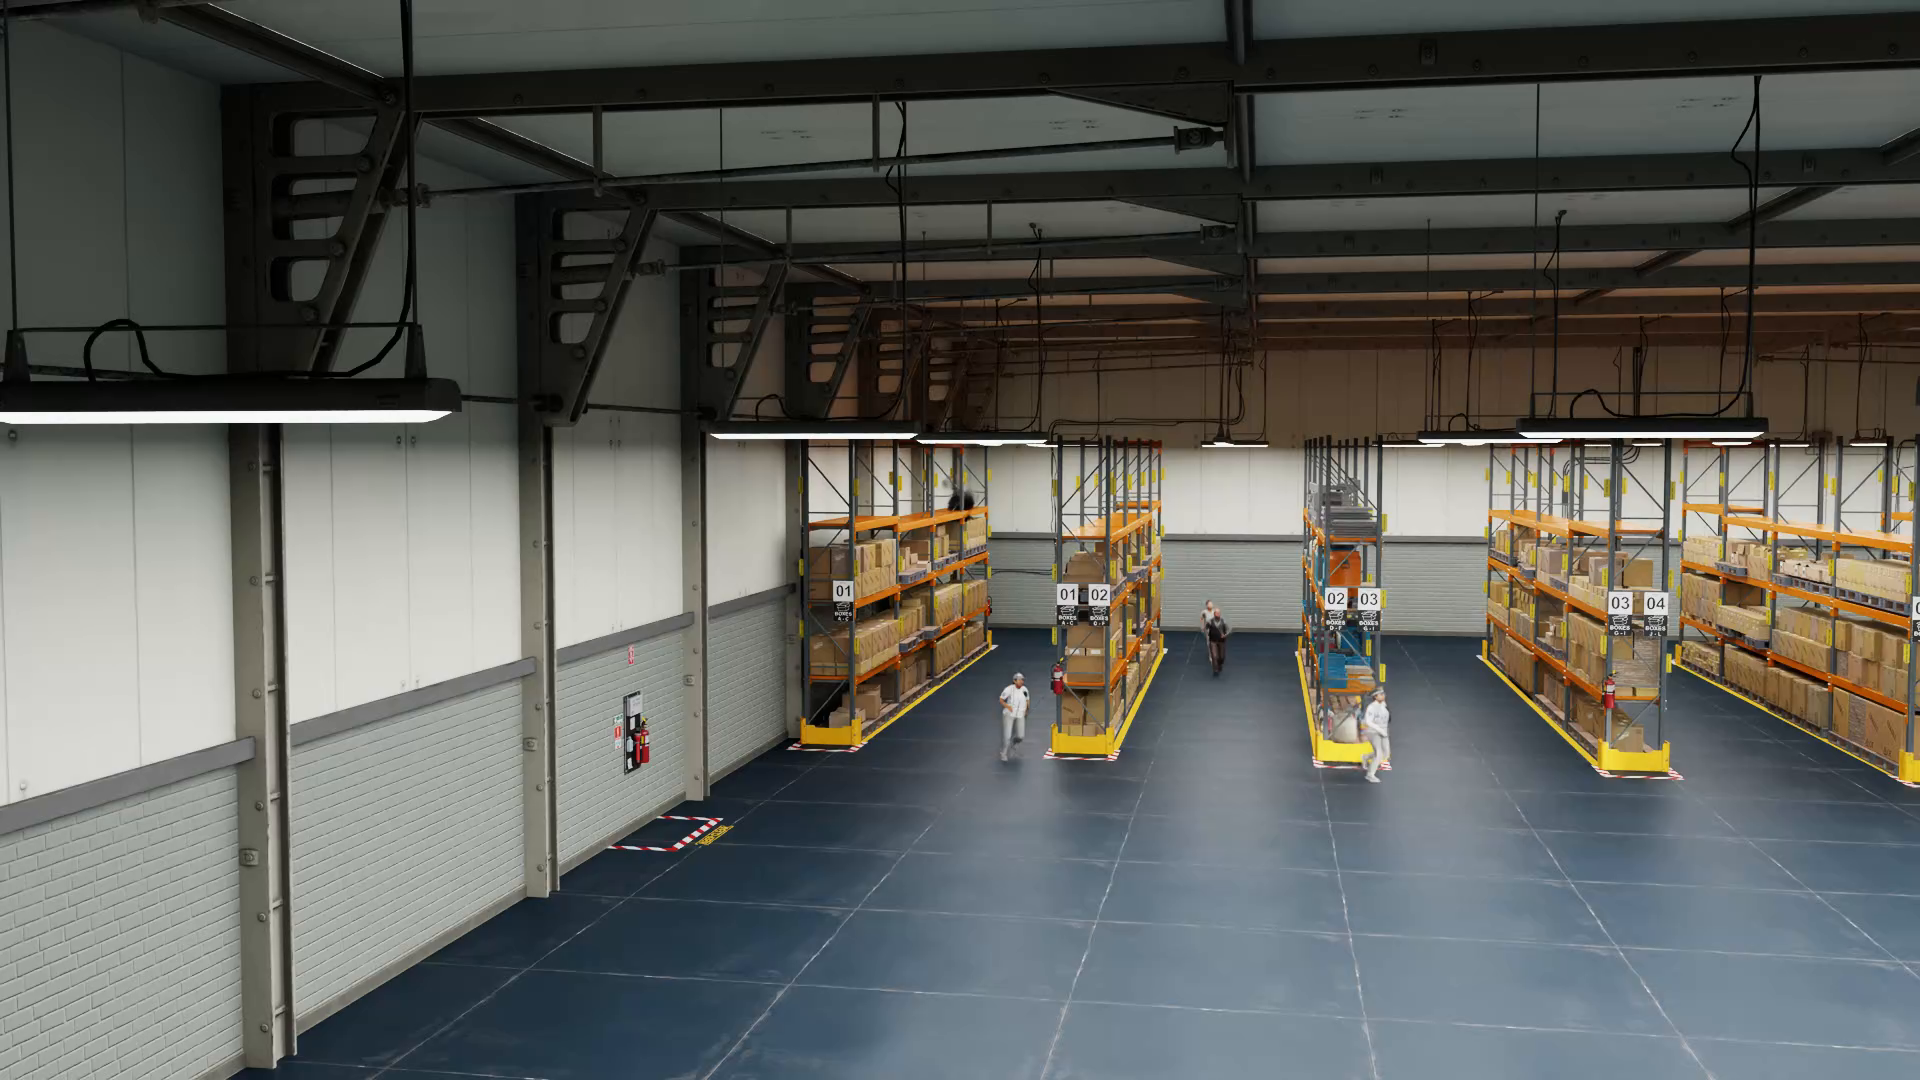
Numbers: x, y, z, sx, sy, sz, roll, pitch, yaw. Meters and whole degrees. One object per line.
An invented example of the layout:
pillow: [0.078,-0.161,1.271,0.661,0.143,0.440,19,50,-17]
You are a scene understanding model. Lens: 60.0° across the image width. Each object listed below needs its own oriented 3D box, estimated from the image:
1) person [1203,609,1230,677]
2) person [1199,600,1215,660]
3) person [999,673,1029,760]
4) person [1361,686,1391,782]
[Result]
person: [6.514,2.600,42.195,0.667,1.686,0.779,0,3,4]
person: [6.803,2.459,45.282,0.570,1.634,0.553,0,3,1]
person: [1.034,3.264,30.793,0.608,1.595,0.520,-1,3,-14]
person: [7.221,3.347,28.801,0.646,1.665,0.618,-3,4,-42]
